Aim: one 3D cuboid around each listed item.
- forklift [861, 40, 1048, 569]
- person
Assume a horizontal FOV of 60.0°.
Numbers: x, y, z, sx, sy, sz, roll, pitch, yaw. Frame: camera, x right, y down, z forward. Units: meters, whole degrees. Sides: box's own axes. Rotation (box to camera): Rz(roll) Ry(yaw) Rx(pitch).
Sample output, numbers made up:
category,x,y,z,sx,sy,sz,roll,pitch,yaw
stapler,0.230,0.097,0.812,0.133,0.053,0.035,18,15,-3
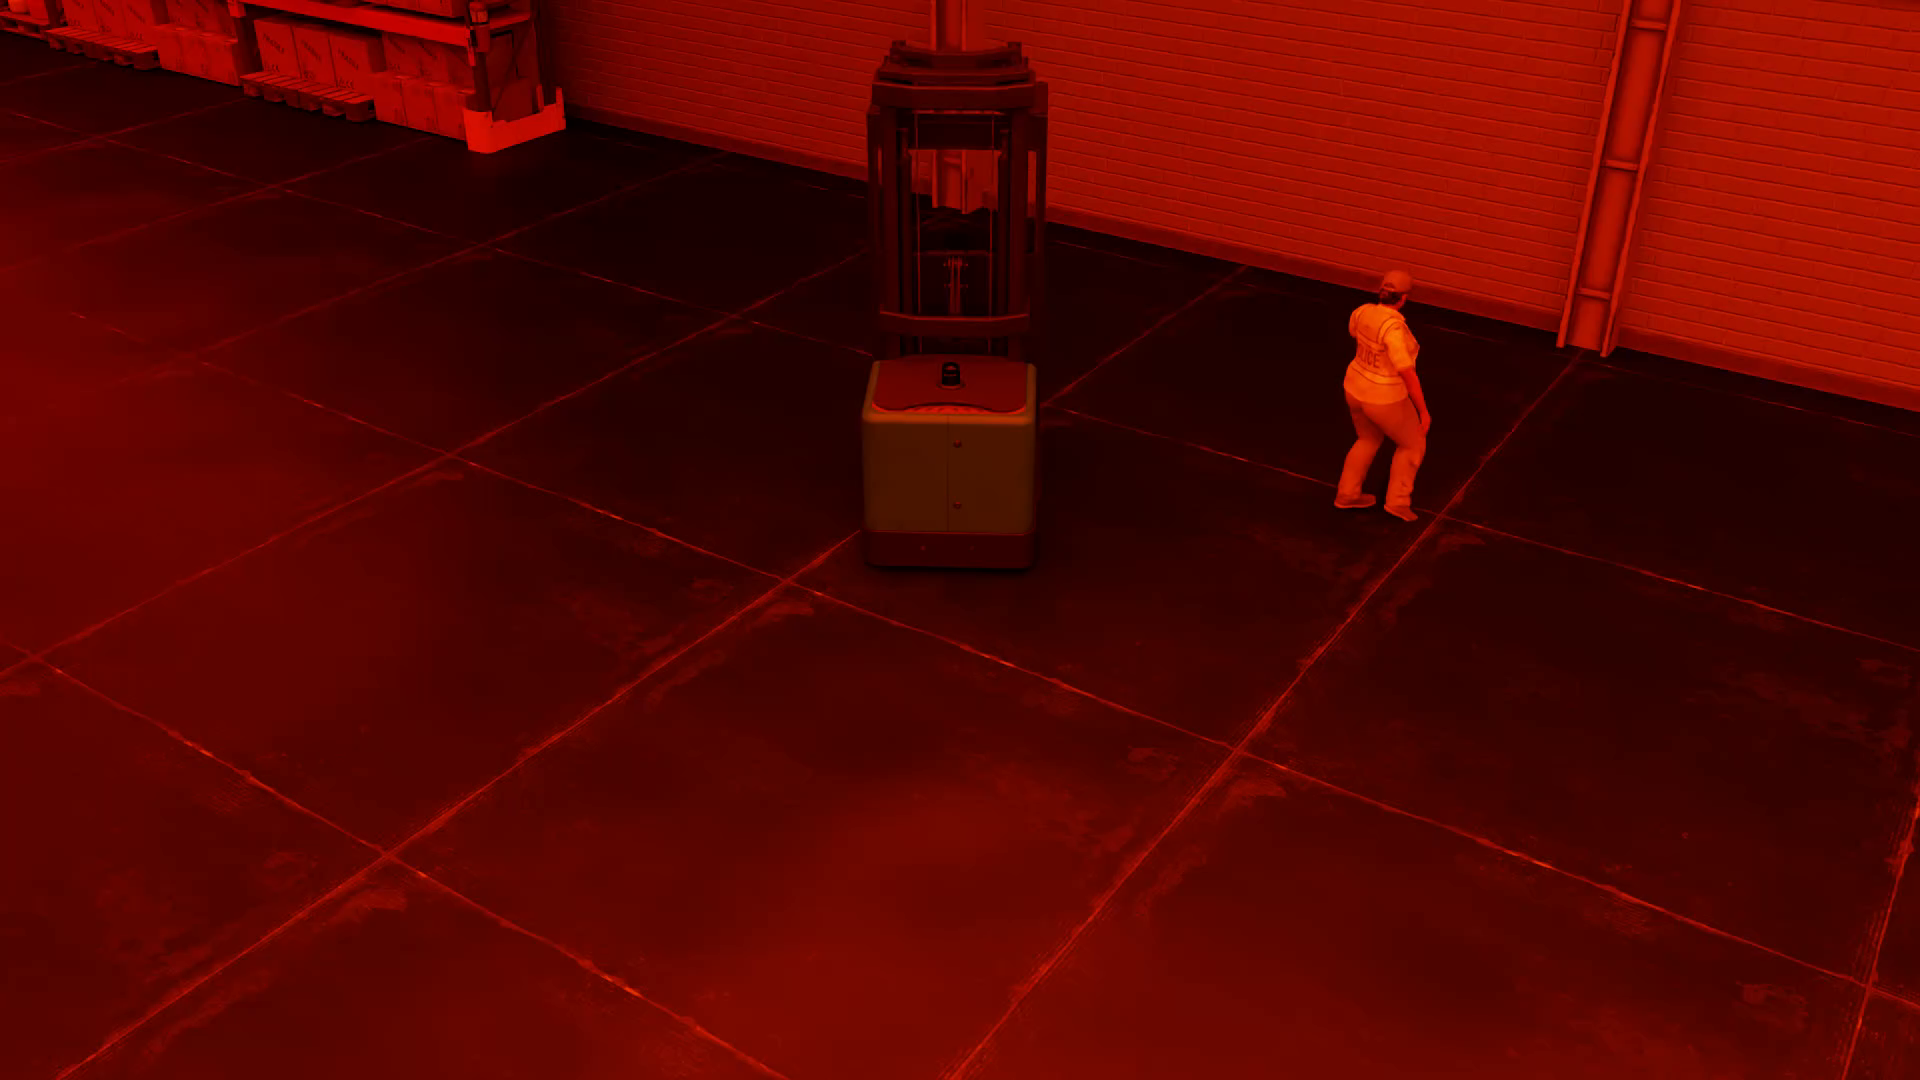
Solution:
category,x,y,z,sx,sy,sz,roll,pitch,yaw
forklift,-0.005,-1.799,10.679,1.130,2.935,3.031,1,30,2
person,2.685,-0.888,10.459,0.517,1.693,0.880,-10,31,-16
